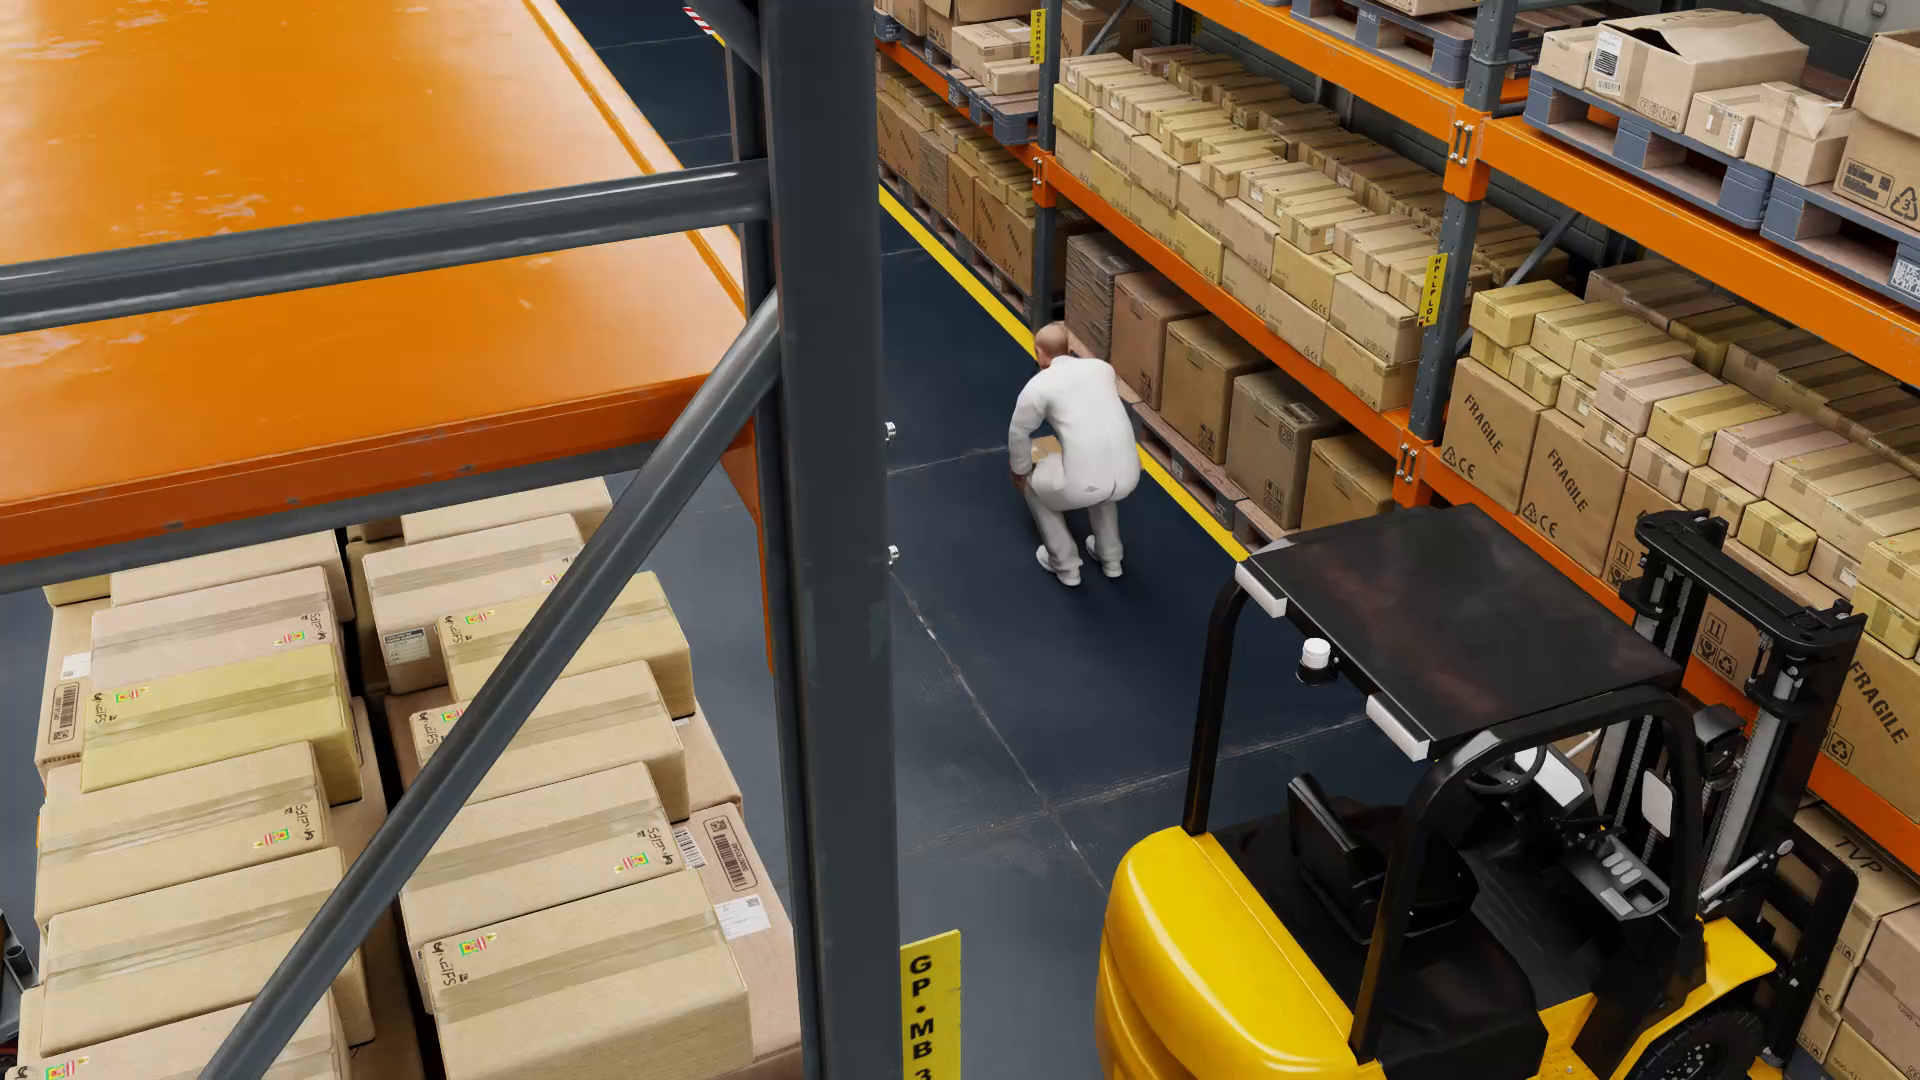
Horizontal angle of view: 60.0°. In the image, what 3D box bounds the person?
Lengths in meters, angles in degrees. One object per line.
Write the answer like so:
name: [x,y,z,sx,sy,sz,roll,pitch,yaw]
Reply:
person: [0.598,-0.419,8.650,0.632,1.277,0.787,-13,35,-19]
